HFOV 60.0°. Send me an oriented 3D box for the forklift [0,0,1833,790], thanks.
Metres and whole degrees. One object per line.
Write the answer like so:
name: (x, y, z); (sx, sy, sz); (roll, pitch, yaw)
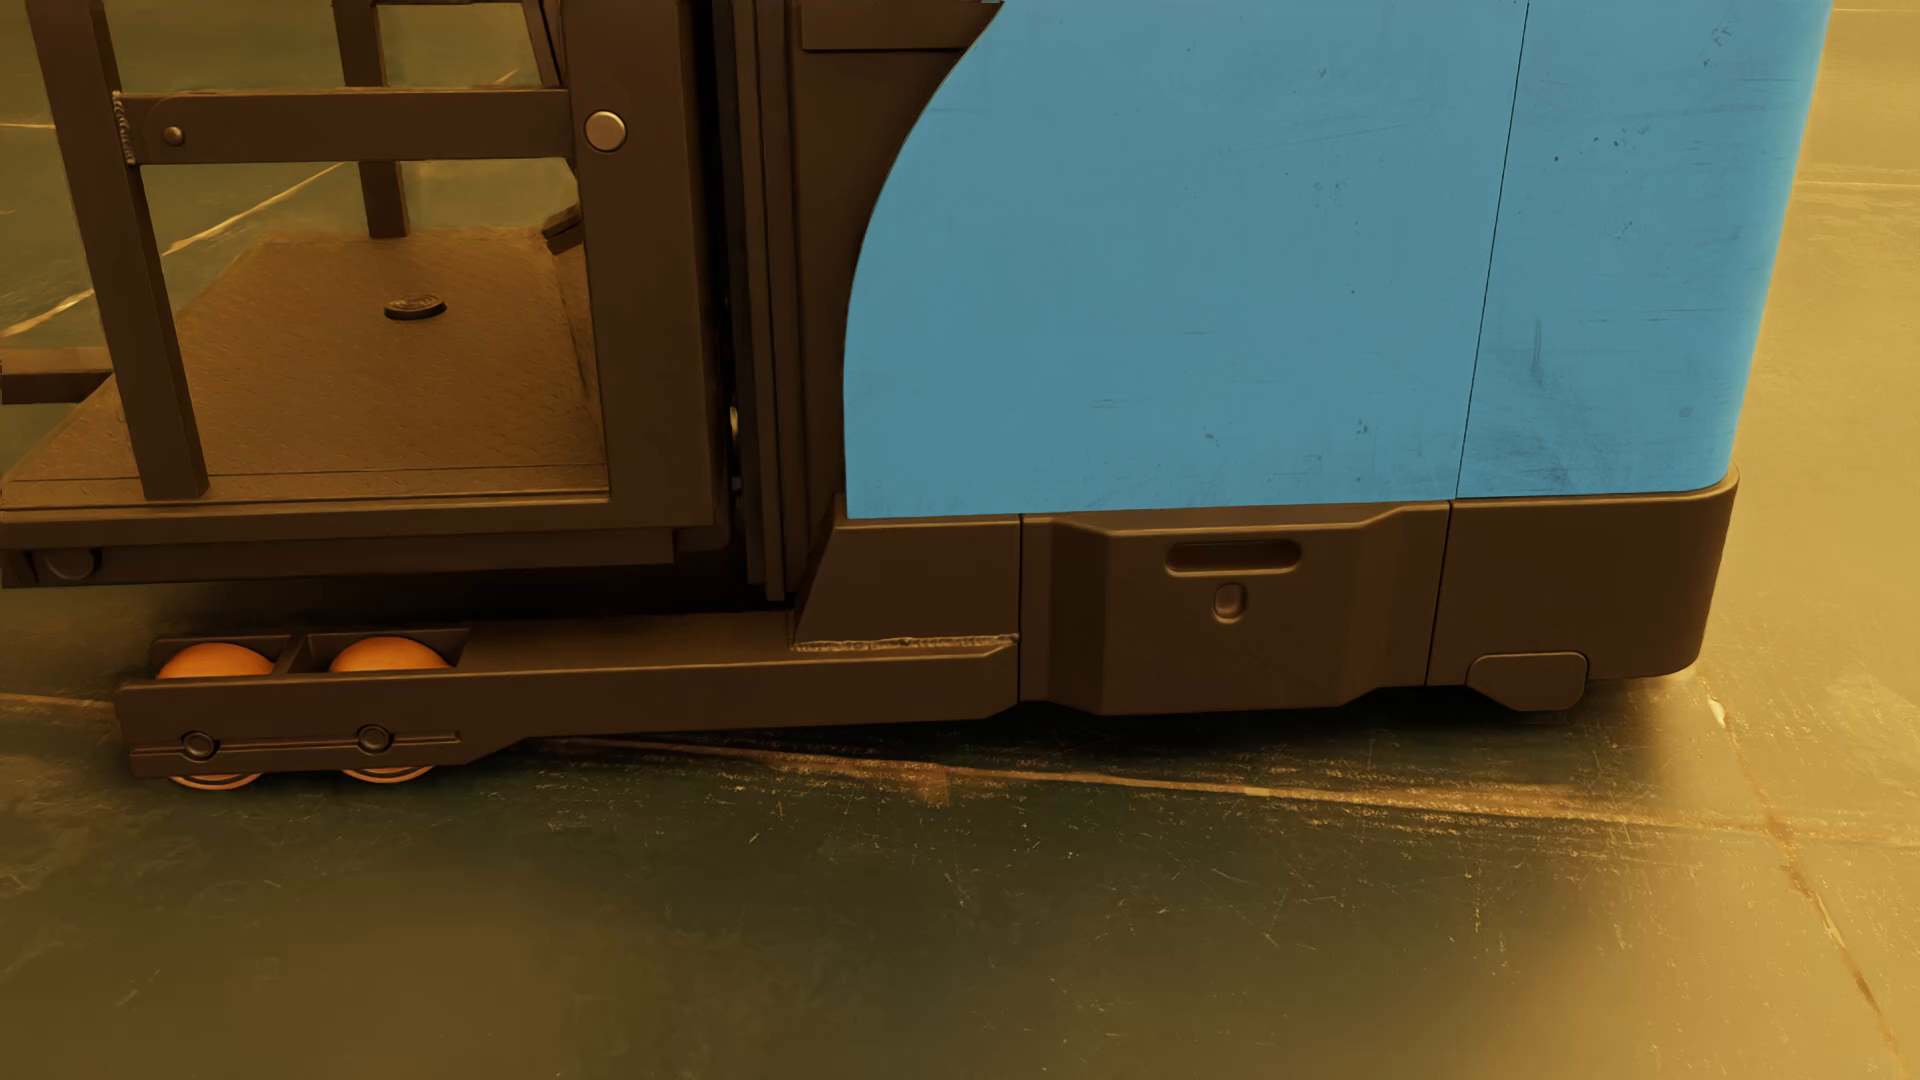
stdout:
forklift: (-0.615, -1.268, 1.758); (3.031, 2.935, 1.130); (-2, 27, -4)
